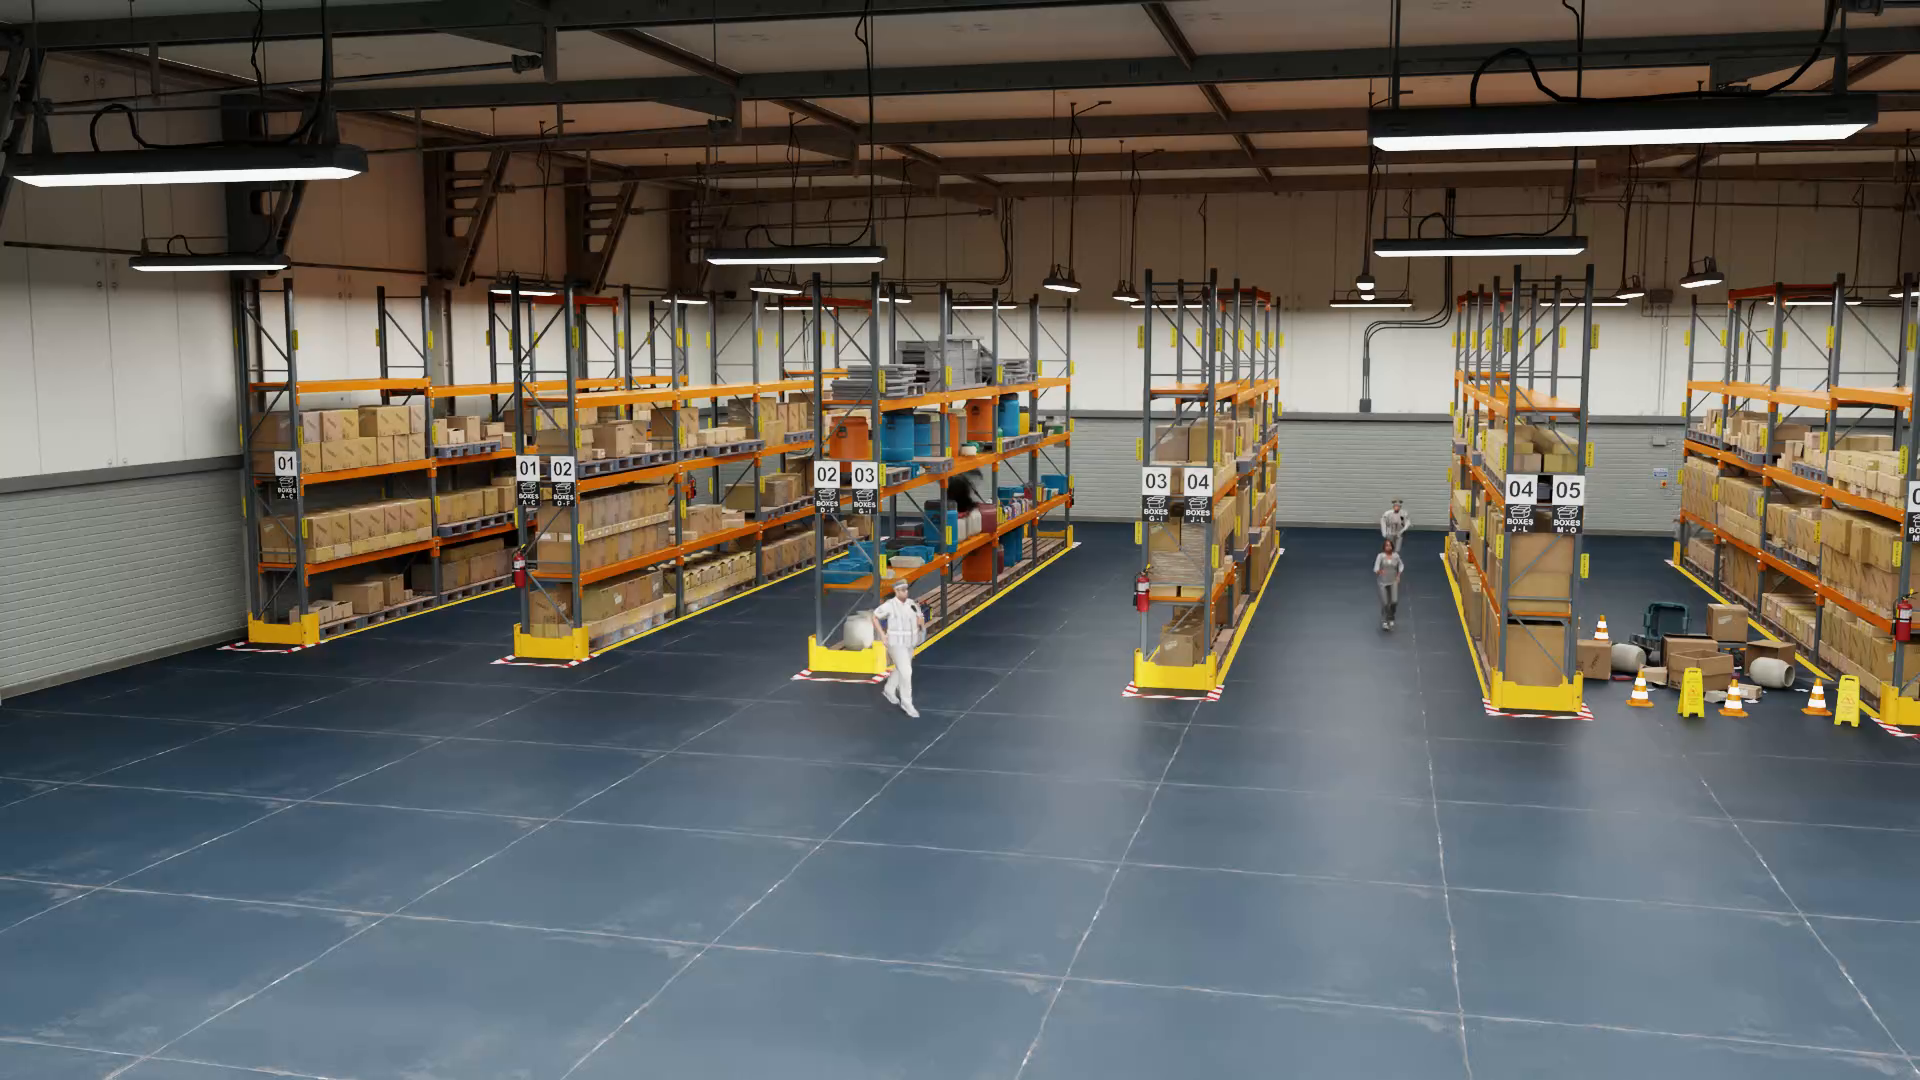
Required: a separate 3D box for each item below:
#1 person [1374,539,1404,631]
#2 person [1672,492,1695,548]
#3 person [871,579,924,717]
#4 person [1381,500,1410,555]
[{"bbox_3d":[7.385,0.783,28.643,0.519,1.582,0.615,1,7,10],"label":"person"},{"bbox_3d":[16.719,-0.397,38.358,0.550,1.625,0.609,3,7,22],"label":"person"},{"bbox_3d":[-0.803,1.428,22.497,0.837,1.839,0.642,6,9,41],"label":"person"},{"bbox_3d":[9.428,-0.093,36.056,0.611,1.623,0.730,1,7,5],"label":"person"}]
